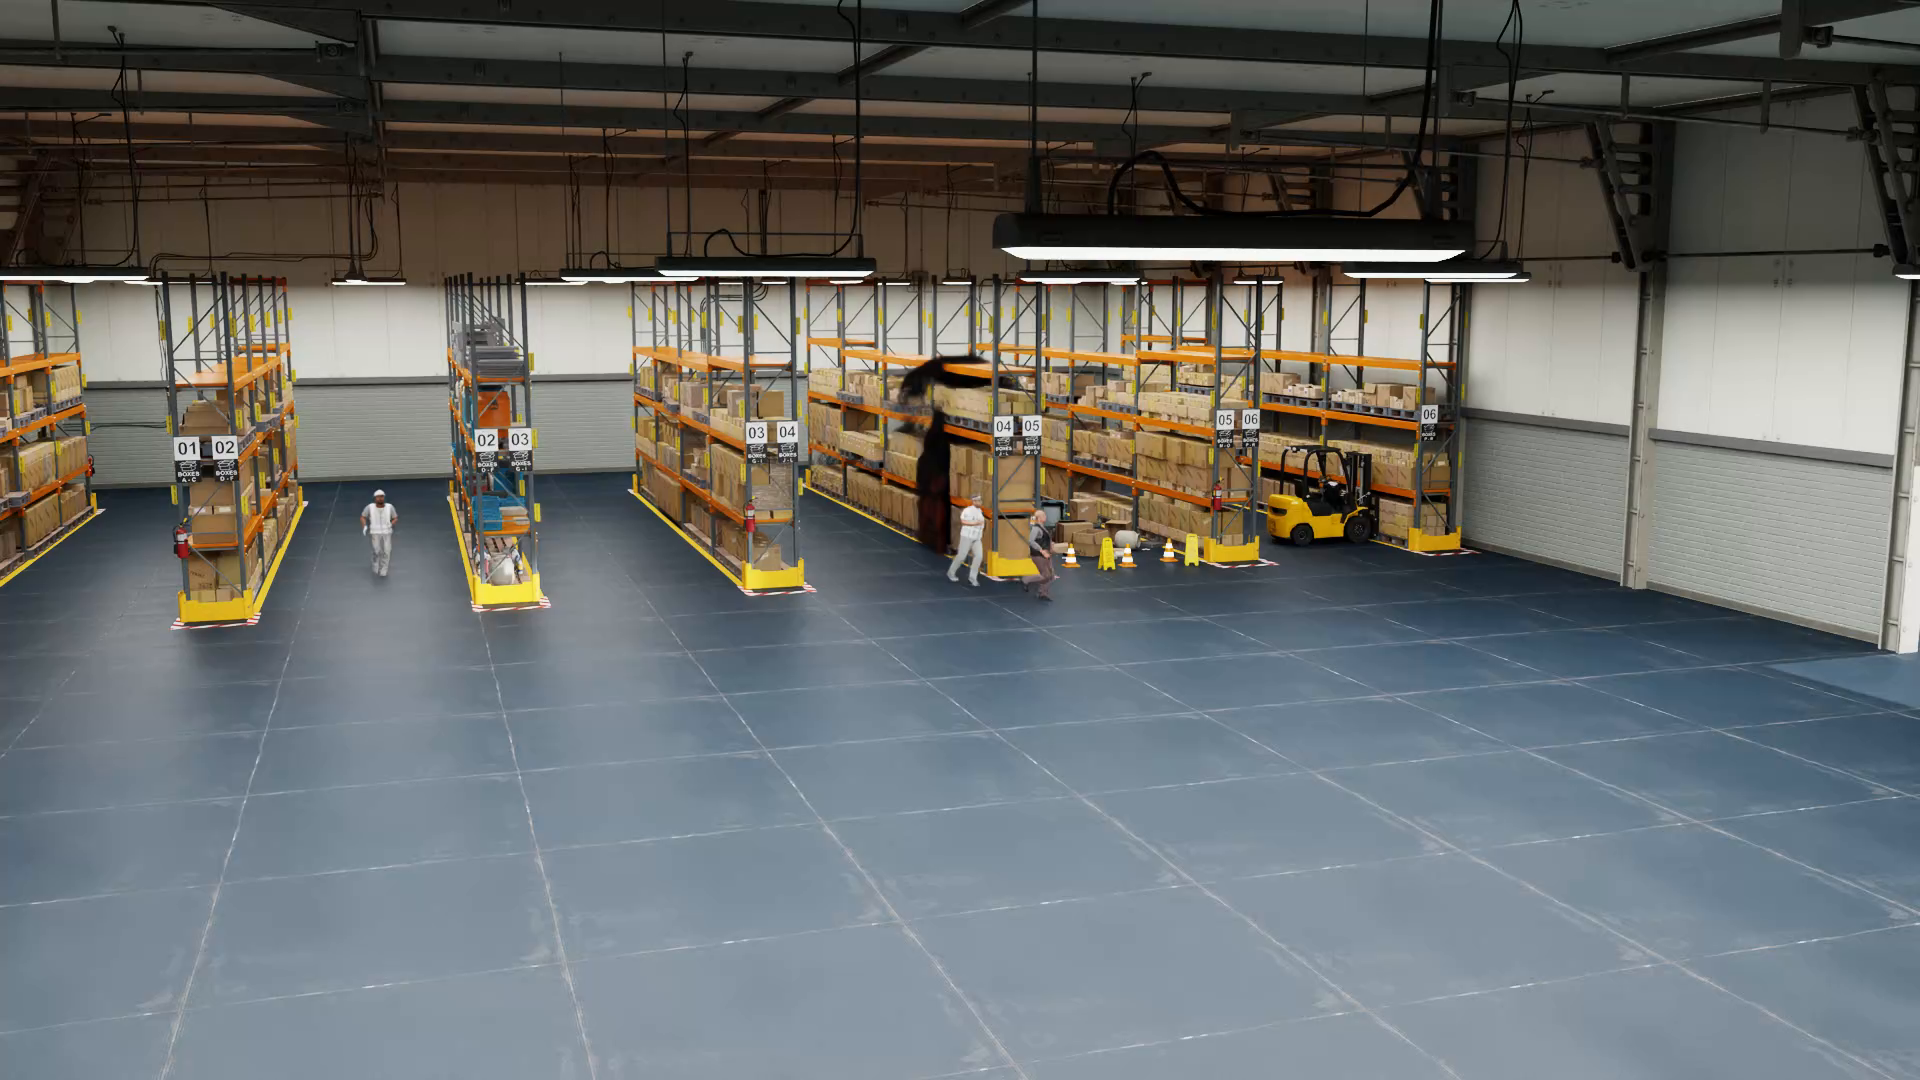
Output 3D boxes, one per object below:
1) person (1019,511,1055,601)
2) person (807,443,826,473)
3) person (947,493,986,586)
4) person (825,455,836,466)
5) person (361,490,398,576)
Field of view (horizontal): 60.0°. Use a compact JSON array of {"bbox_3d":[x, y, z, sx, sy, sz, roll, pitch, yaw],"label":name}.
[{"bbox_3d":[1.430,0.293,30.694,0.627,1.694,0.668,3,9,19],"label":"person"},{"bbox_3d":[-4.229,-2.635,49.734,0.918,1.695,0.614,-5,10,-32],"label":"person"},{"bbox_3d":[0.222,-0.025,32.523,0.797,1.808,0.679,8,12,44],"label":"person"},{"bbox_3d":[-3.793,-2.634,49.935,0.562,1.685,0.703,3,9,20],"label":"person"},{"bbox_3d":[-11.509,-0.123,33.074,0.679,1.738,0.599,-4,10,-27],"label":"person"}]
